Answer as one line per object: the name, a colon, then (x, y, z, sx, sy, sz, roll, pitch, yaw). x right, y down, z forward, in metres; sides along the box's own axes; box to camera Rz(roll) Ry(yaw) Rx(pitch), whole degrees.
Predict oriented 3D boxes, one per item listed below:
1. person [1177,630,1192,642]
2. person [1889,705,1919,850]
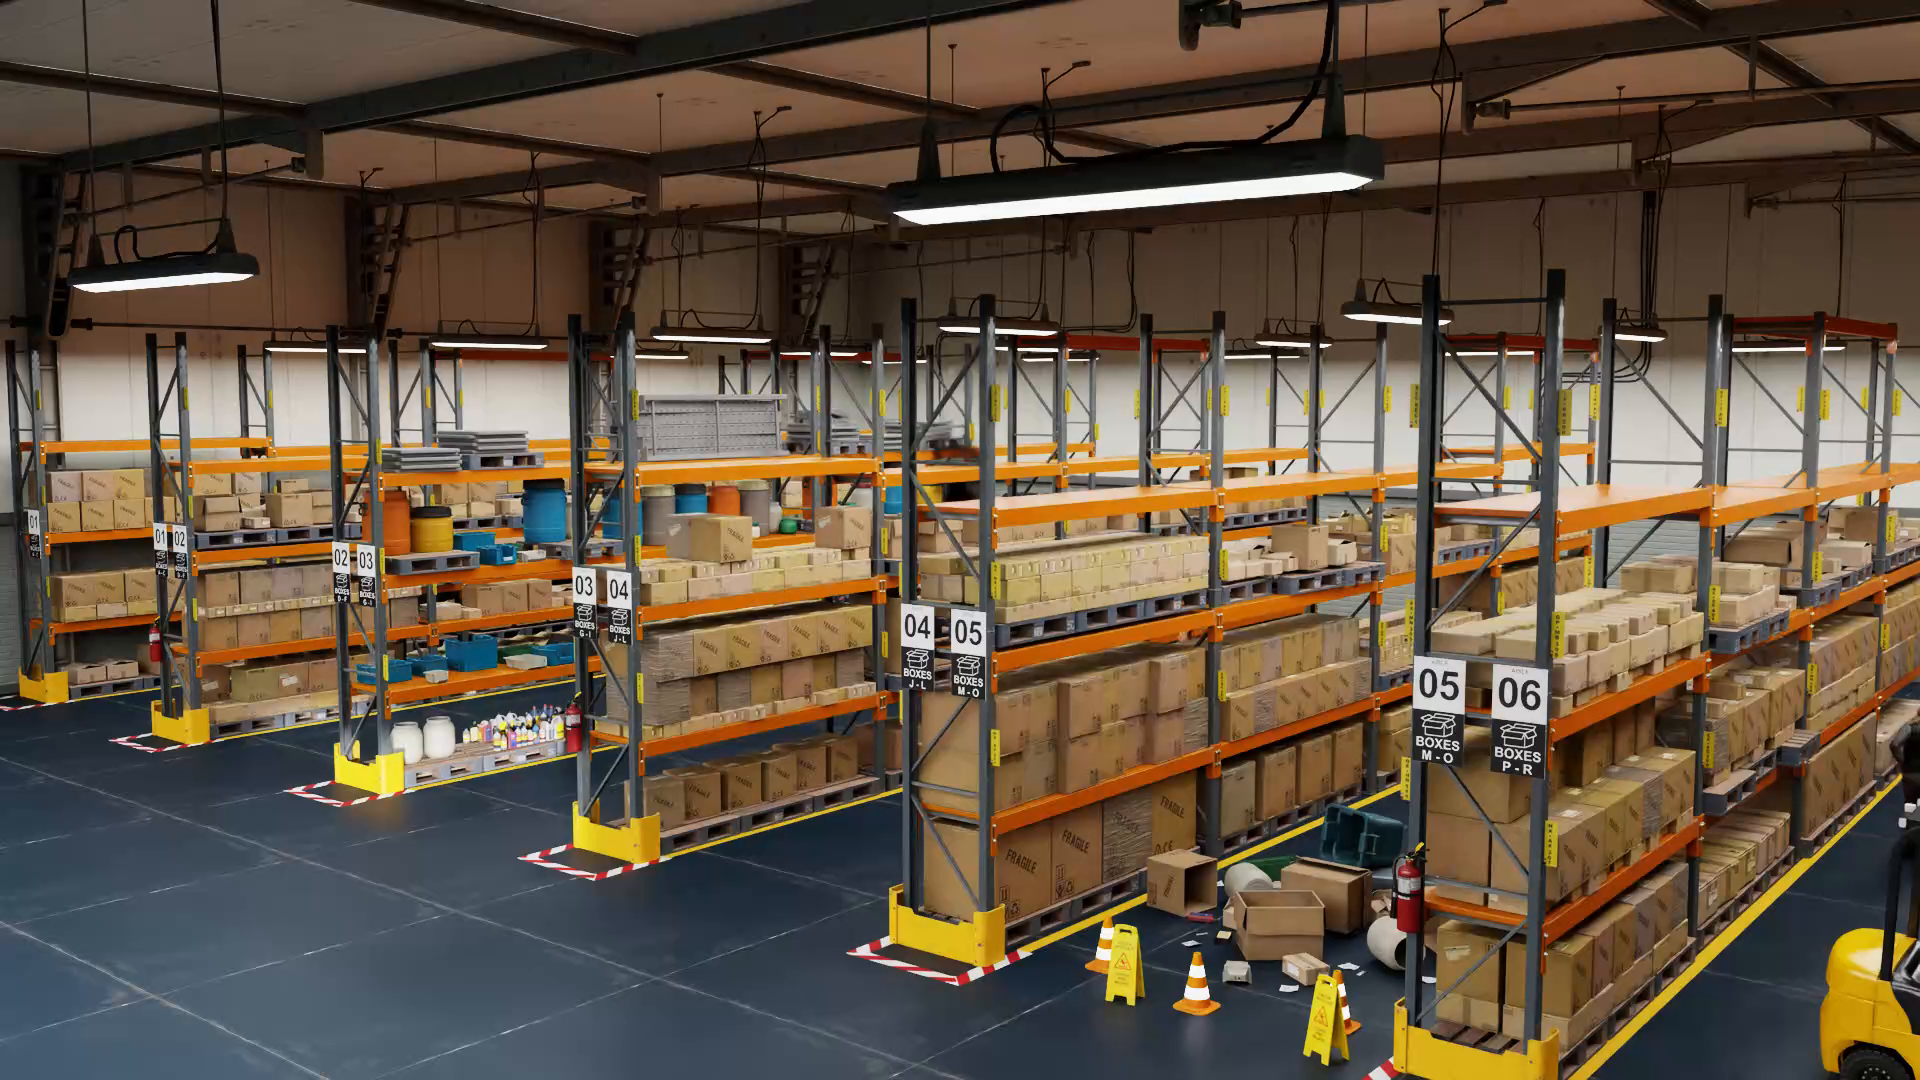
person: (3.006, 1.993, 22.475, 0.568, 1.688, 0.876, 4, 6, 35)
person: (10.623, 2.651, 18.345, 0.641, 1.770, 0.740, 4, 6, 35)
